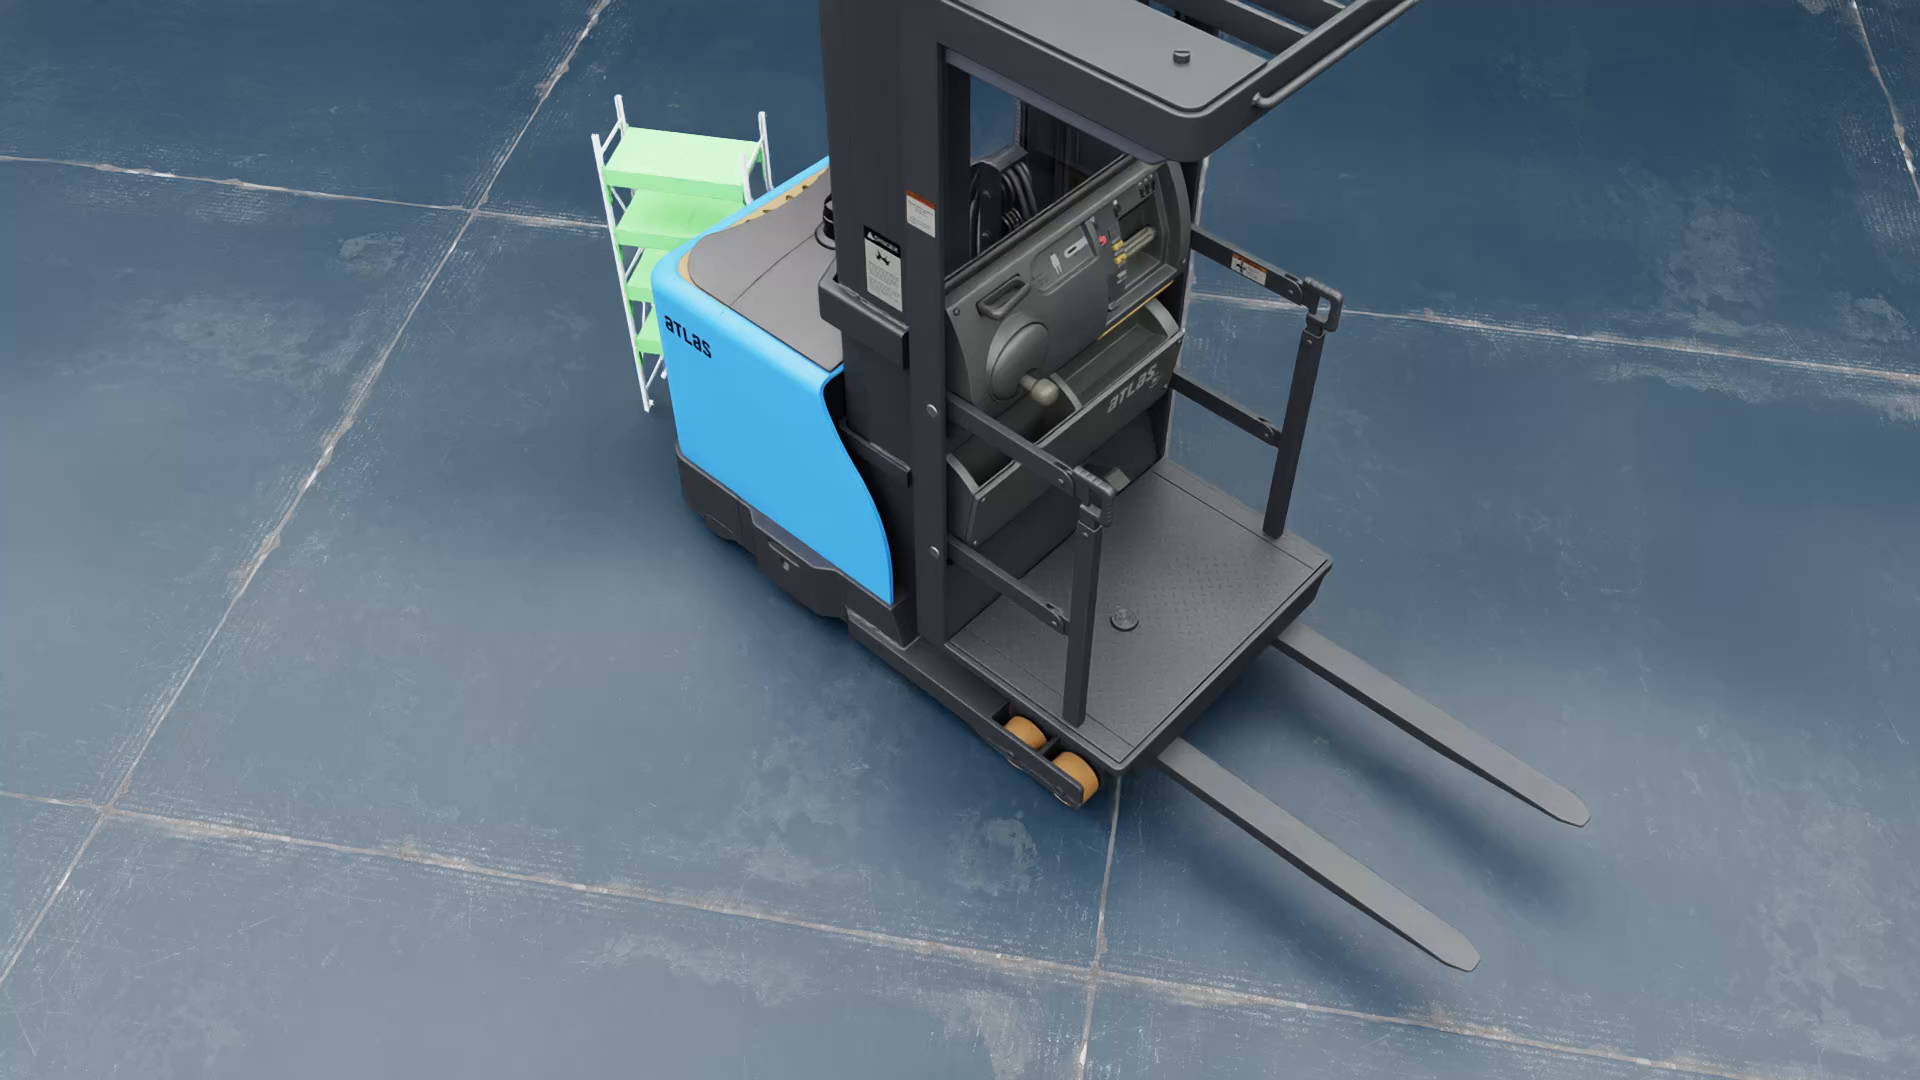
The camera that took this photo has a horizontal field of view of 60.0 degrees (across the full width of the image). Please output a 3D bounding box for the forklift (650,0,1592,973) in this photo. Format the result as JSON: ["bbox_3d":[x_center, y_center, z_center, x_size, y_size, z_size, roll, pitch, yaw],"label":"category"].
[{"bbox_3d":[0.464,-0.623,4.340,3.031,2.935,1.130,34,56,27],"label":"forklift"}]

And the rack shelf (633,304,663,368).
[{"bbox_3d":[-0.901,-0.728,6.005,0.480,0.148,0.258,9,49,8],"label":"rack shelf"}]

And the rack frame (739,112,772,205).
[{"bbox_3d":[-0.662,-0.896,5.746,0.015,1.200,0.240,9,49,8],"label":"rack frame"}]

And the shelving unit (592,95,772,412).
[{"bbox_3d":[-0.901,-0.932,5.779,0.503,1.200,0.258,9,49,8],"label":"shelving unit"}]

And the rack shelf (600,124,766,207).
[{"bbox_3d":[-0.902,-1.210,5.470,0.480,0.148,0.258,9,49,8],"label":"rack shelf"}]

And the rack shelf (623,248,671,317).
[{"bbox_3d":[-0.901,-0.889,5.827,0.480,0.148,0.258,9,49,8],"label":"rack shelf"}]

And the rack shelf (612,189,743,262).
[{"bbox_3d":[-0.902,-1.050,5.649,0.480,0.148,0.258,9,49,8],"label":"rack shelf"}]

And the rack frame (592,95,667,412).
[{"bbox_3d":[-1.140,-0.967,5.812,0.015,1.200,0.240,9,49,8],"label":"rack frame"}]
